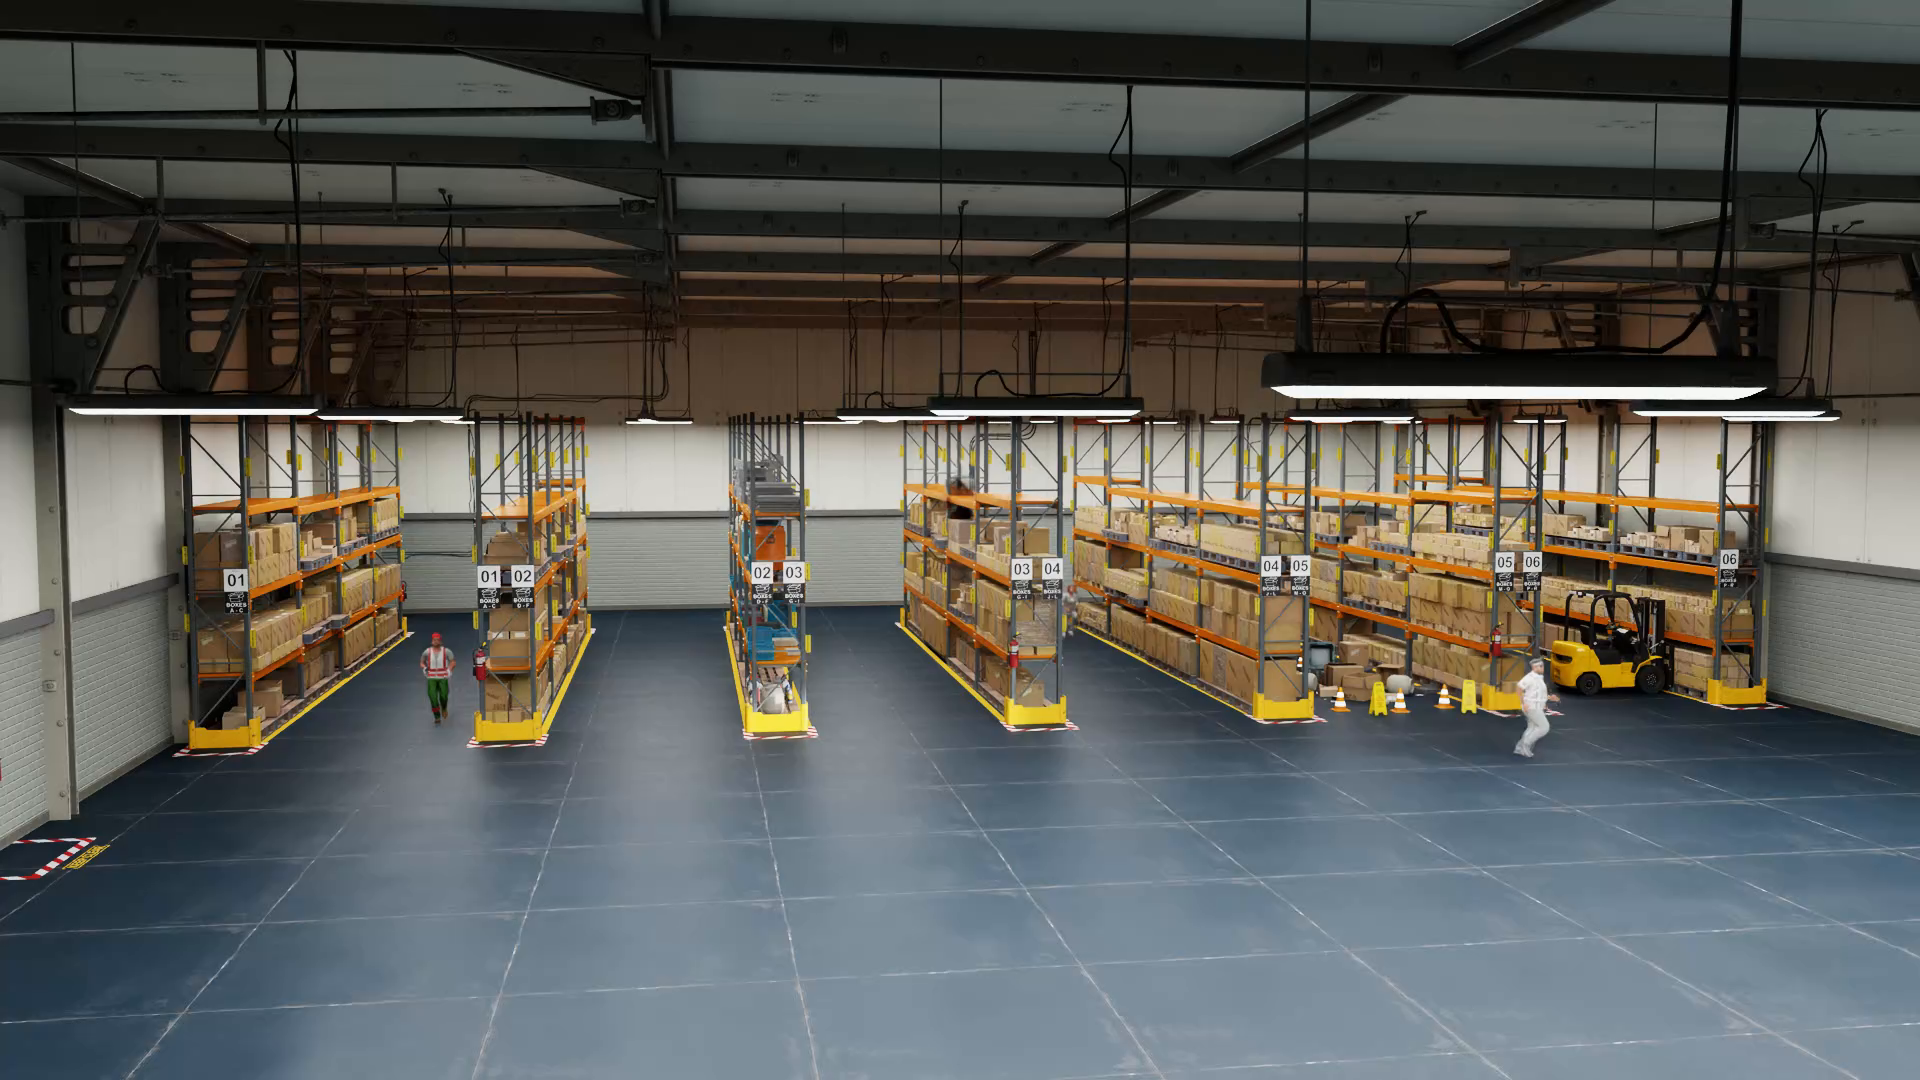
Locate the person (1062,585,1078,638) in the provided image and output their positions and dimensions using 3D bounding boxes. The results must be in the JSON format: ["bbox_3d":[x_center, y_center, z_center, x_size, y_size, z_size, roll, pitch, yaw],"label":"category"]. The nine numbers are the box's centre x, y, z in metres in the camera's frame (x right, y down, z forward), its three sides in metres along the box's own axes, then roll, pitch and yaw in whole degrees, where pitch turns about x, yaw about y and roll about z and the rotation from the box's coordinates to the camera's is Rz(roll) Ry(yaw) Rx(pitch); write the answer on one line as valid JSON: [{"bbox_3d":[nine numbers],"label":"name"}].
[{"bbox_3d":[2.882,1.892,43.857,0.565,1.457,0.896,-1,4,-15],"label":"person"}]

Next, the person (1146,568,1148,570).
[{"bbox_3d":[5.536,1.439,50.126,1.000,1.786,0.719,-1,4,-10],"label":"person"}]

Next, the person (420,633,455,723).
[{"bbox_3d":[-10.079,2.668,32.074,0.650,1.739,0.605,-1,4,-13],"label":"person"}]

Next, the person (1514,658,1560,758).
[{"bbox_3d":[9.956,2.897,28.705,0.731,1.727,0.642,3,5,34],"label":"person"}]
